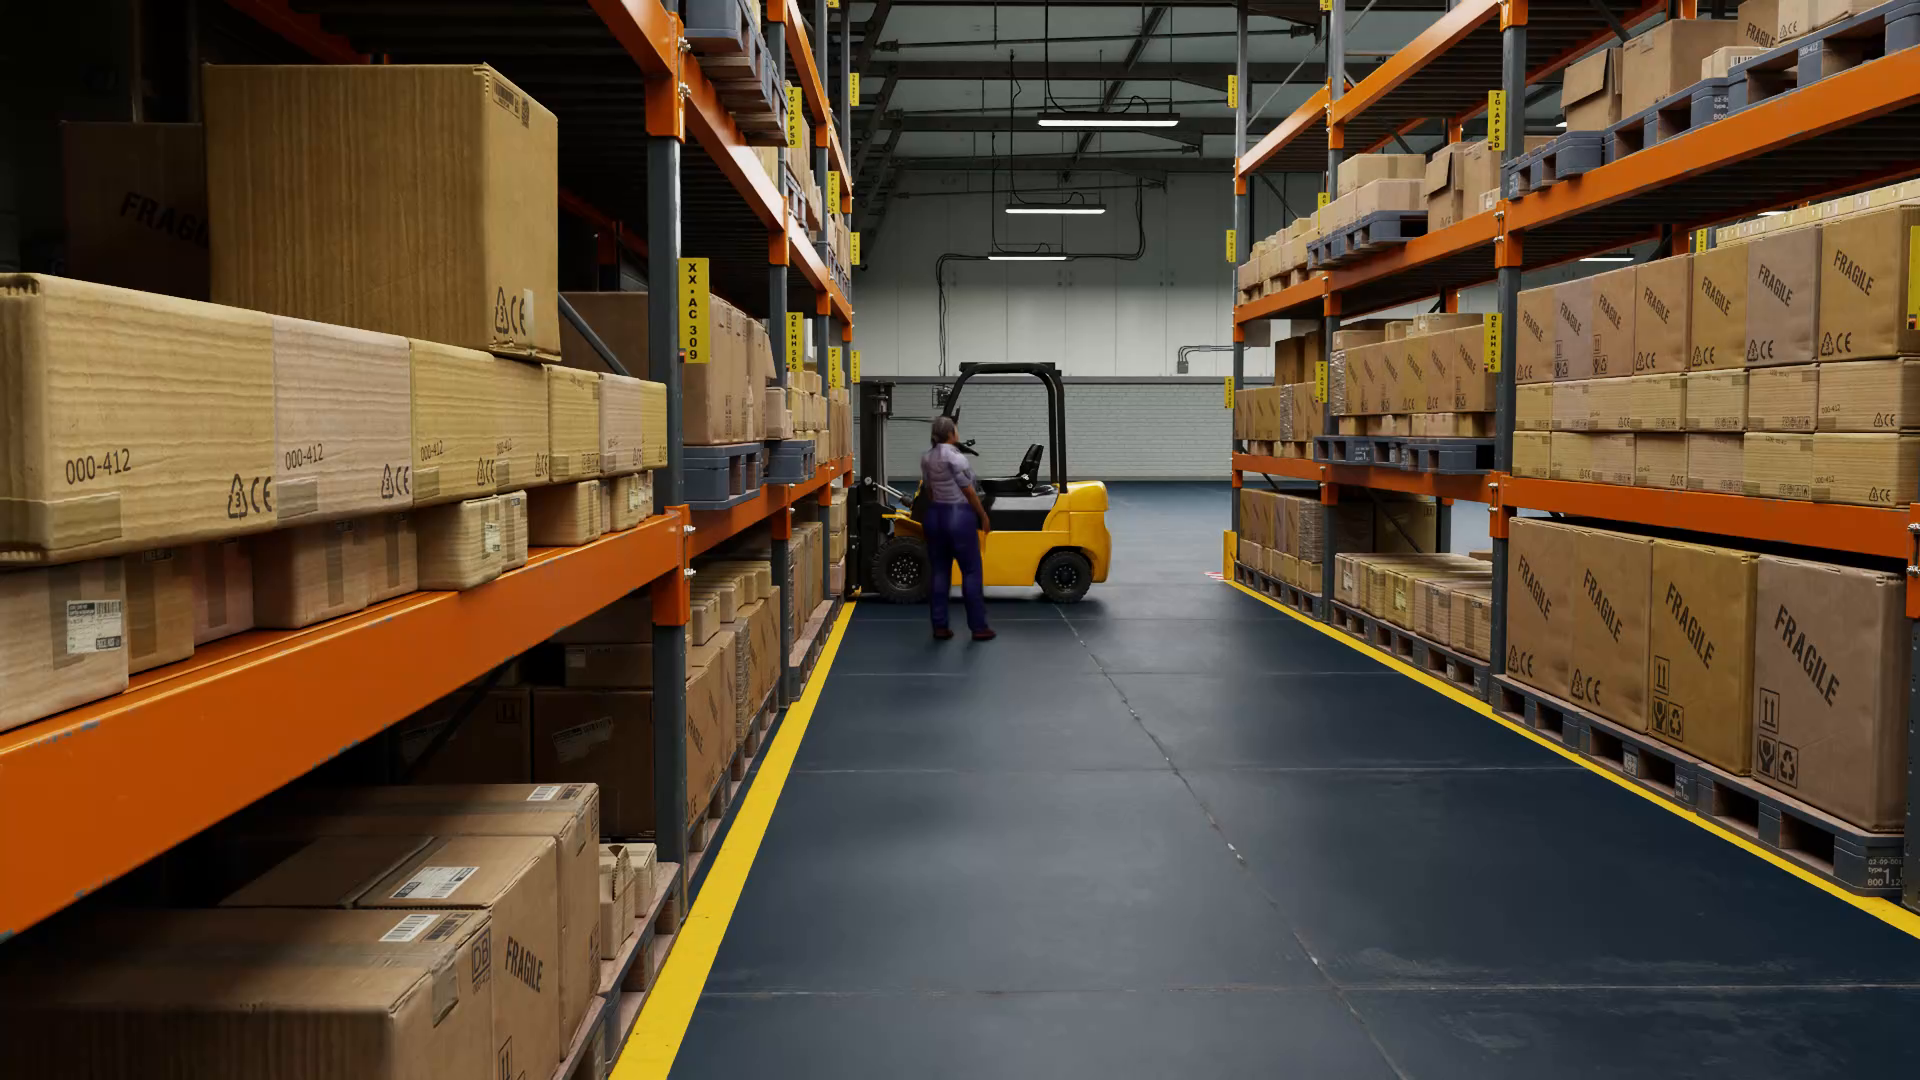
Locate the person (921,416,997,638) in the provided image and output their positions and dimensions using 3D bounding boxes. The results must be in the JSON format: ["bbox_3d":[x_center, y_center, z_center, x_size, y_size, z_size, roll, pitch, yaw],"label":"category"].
[{"bbox_3d":[-0.019,-0.094,12.399,0.518,1.649,0.495,4,5,44],"label":"person"}]
